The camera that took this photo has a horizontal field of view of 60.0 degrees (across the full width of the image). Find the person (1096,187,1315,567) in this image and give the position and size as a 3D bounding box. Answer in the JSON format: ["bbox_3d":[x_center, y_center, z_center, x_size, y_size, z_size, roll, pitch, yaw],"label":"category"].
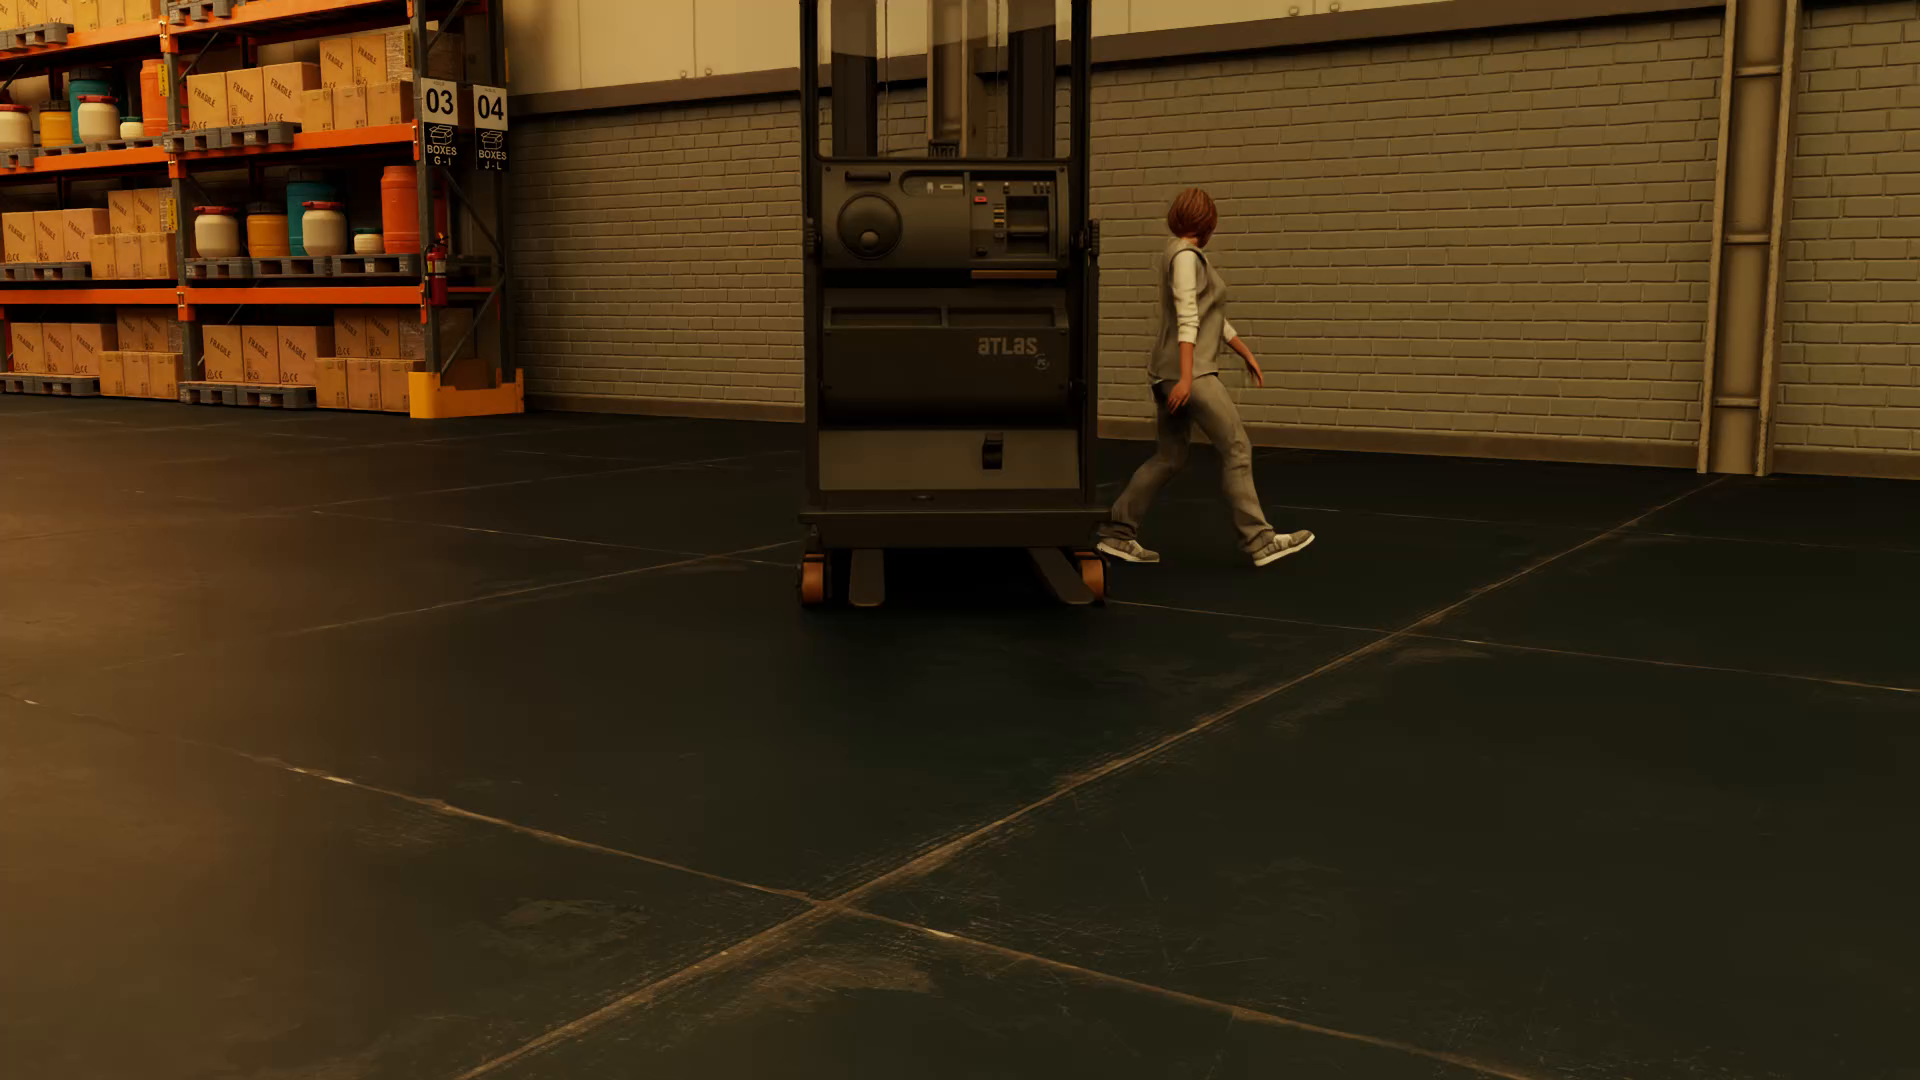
[{"bbox_3d":[1.004,-0.645,6.772,0.851,1.546,0.556,0,8,-3],"label":"person"}]

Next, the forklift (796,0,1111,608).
[{"bbox_3d":[-0.040,-1.260,6.052,1.130,2.935,3.031,0,8,-3],"label":"forklift"}]
